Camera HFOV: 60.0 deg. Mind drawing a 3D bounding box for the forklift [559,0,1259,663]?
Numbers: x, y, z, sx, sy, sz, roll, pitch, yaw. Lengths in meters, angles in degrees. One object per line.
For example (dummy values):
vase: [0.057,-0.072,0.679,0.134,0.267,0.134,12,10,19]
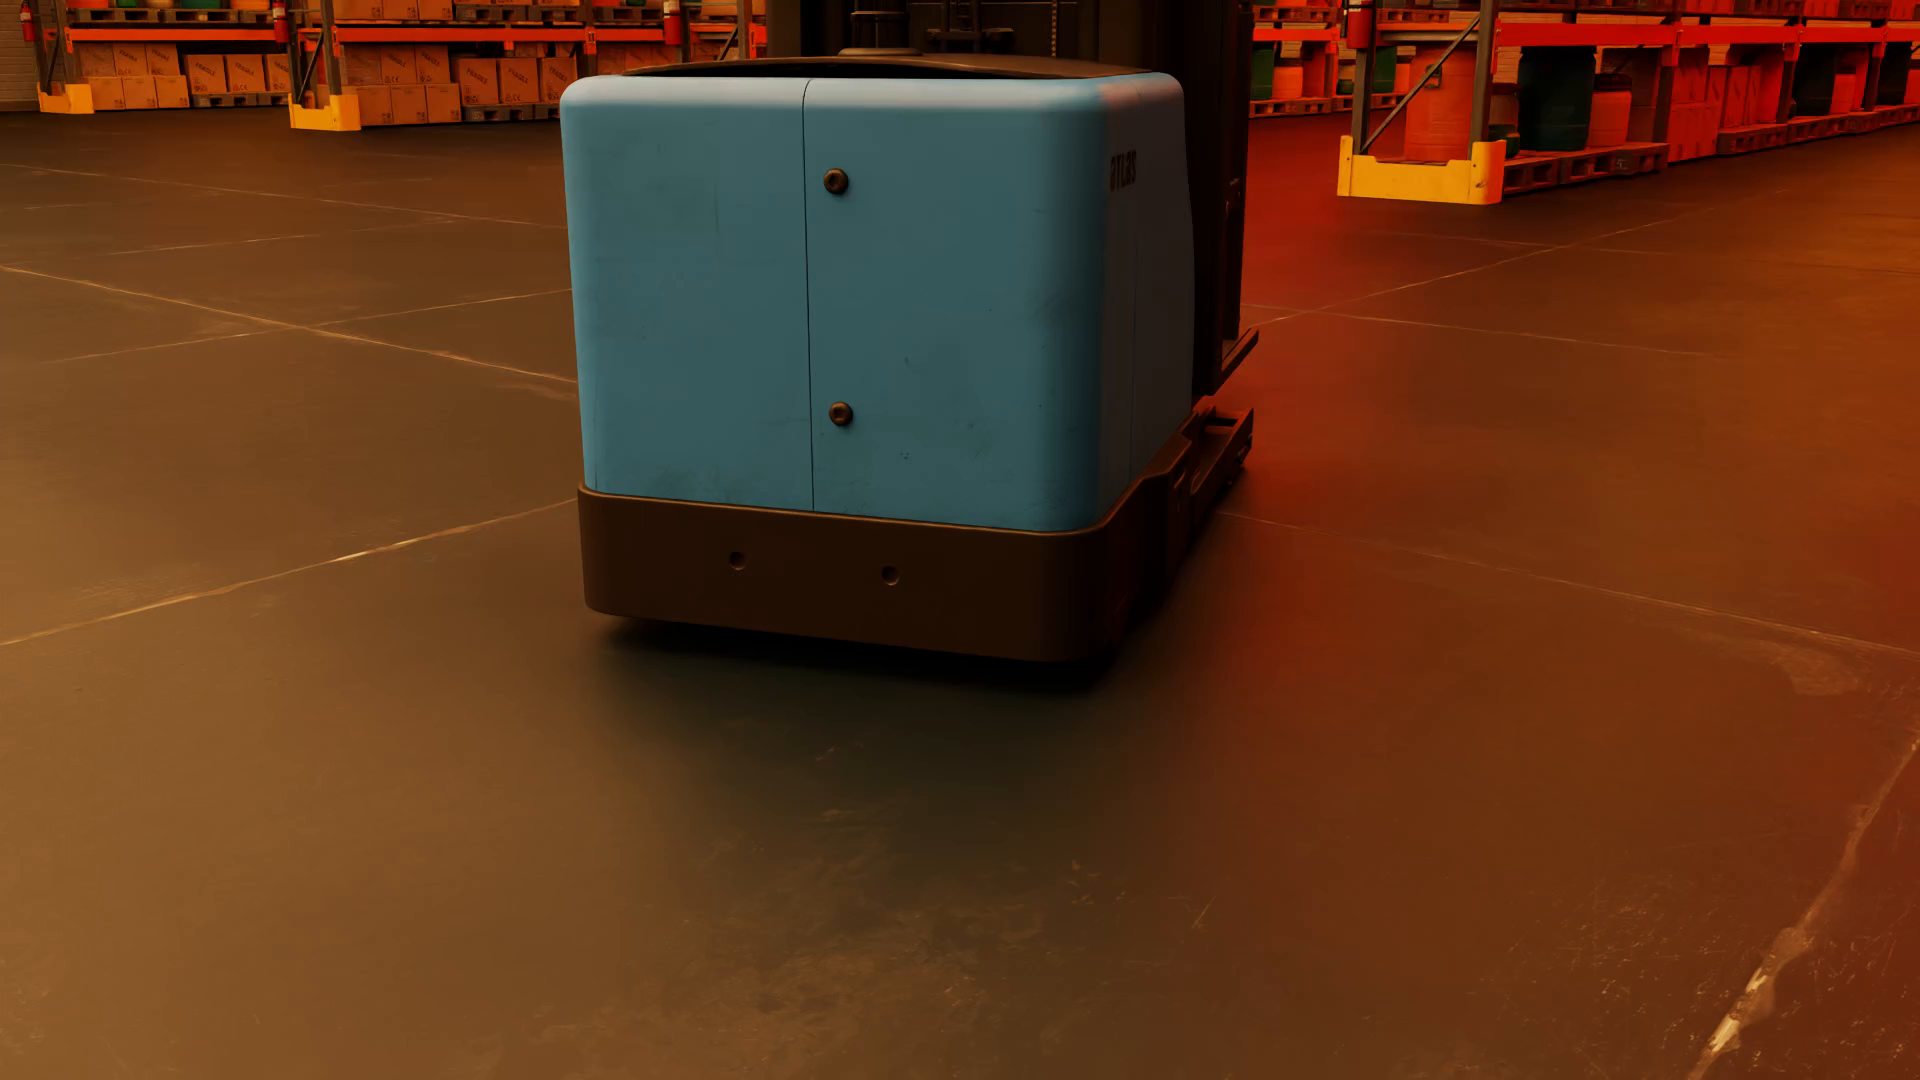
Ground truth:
forklift: [0.182,-1.571,4.072,1.130,2.935,3.031,5,18,17]
